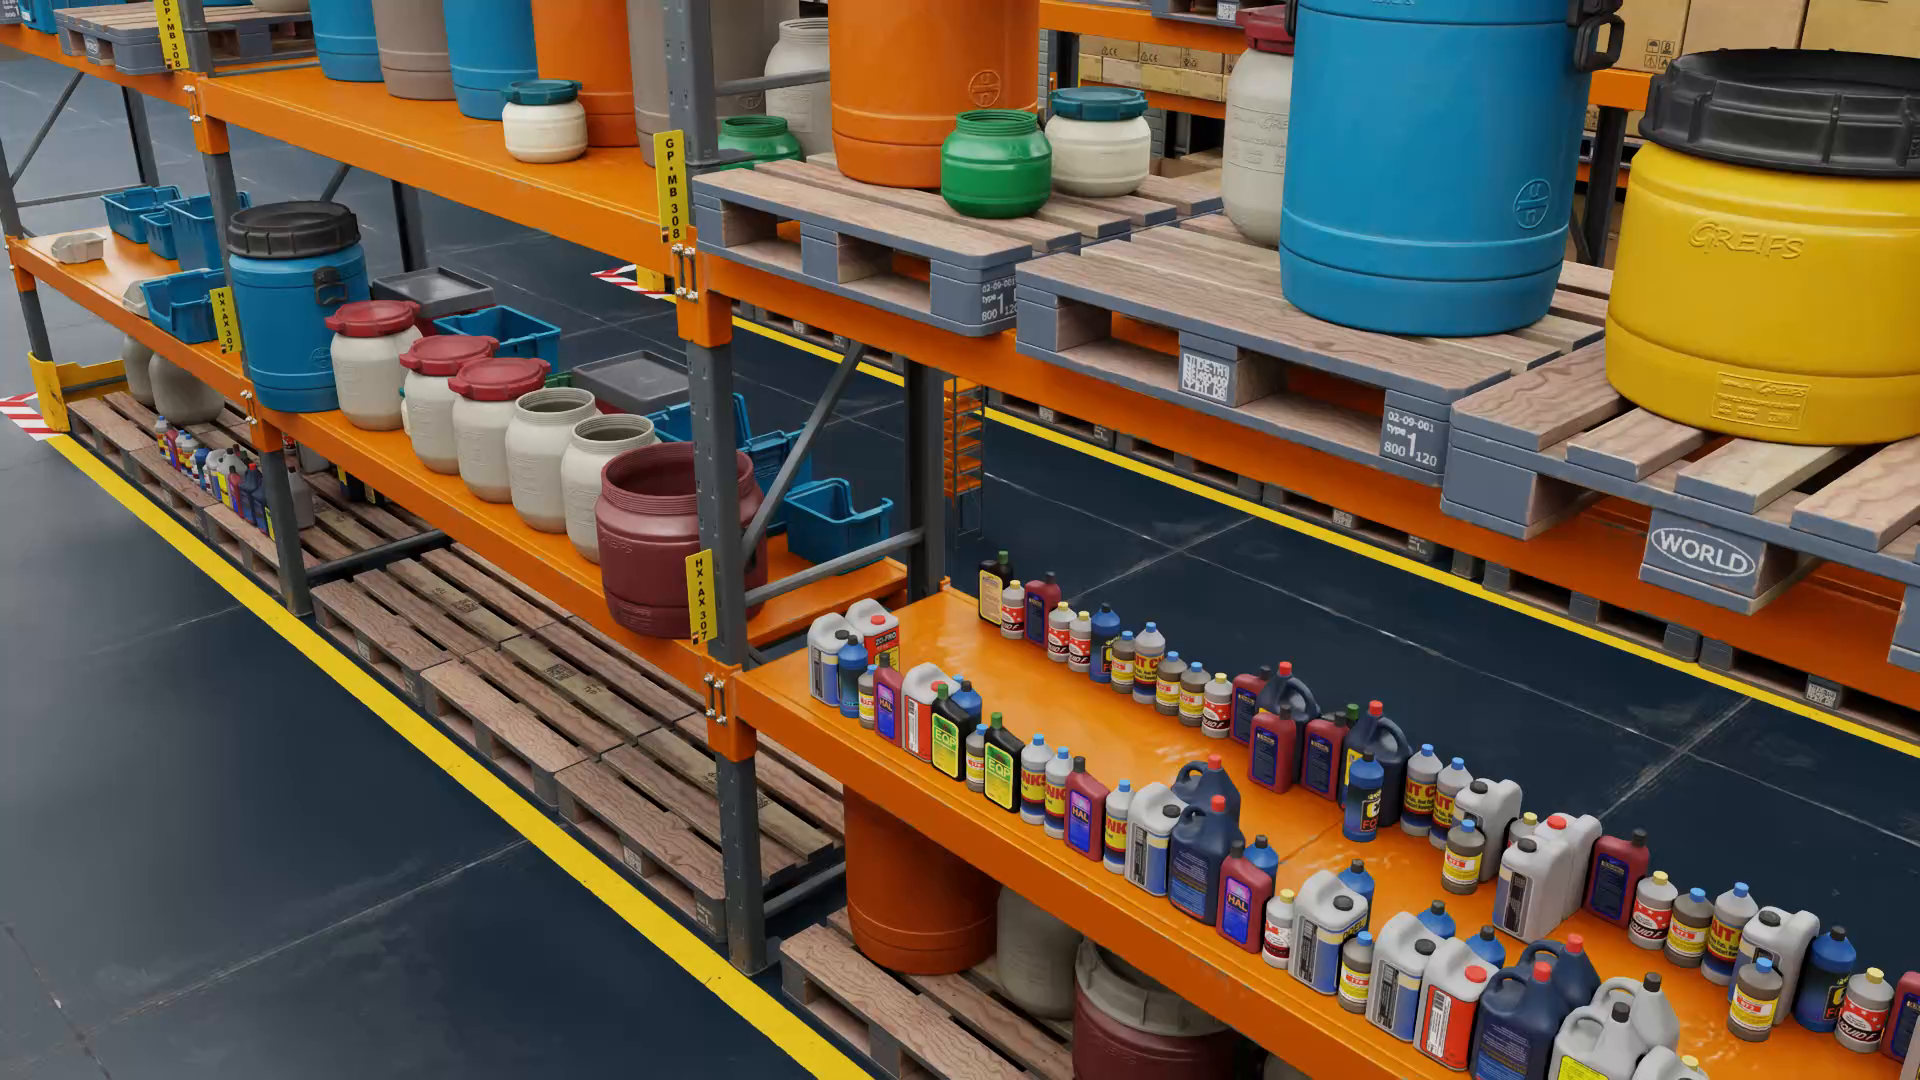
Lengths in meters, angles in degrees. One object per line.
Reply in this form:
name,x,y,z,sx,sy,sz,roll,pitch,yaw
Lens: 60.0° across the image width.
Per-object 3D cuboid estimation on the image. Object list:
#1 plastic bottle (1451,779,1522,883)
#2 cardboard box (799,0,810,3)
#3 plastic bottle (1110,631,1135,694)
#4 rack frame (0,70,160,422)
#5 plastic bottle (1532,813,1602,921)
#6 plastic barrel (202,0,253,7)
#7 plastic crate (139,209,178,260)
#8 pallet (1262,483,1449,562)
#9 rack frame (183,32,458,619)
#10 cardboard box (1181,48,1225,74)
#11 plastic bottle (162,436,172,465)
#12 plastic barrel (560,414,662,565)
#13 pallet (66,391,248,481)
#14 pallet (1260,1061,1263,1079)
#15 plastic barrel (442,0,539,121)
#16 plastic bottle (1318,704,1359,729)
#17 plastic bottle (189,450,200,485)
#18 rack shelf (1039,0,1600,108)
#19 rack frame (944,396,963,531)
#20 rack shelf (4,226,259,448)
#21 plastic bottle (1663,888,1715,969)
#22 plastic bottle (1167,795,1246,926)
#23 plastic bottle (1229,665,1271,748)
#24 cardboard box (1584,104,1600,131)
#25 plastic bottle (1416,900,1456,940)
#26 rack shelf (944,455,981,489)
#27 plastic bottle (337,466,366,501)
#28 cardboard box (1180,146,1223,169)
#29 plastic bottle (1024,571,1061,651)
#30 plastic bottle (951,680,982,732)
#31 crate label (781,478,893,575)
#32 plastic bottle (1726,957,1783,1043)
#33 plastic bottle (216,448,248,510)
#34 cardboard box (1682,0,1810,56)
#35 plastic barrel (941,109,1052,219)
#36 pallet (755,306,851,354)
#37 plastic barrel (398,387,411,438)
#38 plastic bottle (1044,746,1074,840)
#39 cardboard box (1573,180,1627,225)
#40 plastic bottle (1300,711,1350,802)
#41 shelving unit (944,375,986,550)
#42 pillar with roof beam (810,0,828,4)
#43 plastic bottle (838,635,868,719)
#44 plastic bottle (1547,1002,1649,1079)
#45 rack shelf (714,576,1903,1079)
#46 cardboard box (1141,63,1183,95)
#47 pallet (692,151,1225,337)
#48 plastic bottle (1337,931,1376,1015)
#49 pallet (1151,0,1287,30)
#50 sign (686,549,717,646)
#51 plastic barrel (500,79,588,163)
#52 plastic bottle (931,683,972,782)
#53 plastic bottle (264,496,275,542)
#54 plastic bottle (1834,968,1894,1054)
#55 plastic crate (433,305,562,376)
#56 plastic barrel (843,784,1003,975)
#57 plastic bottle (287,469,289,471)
plastic bottle,1.444,0.777,4.583,0.152,0.276,0.135,-21,32,-38
cardboard box,-1.601,-4.037,13.302,0.700,0.500,0.500,-22,33,-40
plastic bottle,0.550,0.398,5.503,0.097,0.201,0.097,0,25,0
rack frame,-5.928,-2.316,11.213,1.000,3.000,0.127,-21,32,-38
plastic bottle,1.602,0.847,4.429,0.152,0.276,0.135,-21,32,-38
plastic barrel,-3.797,-3.220,8.471,0.600,0.901,0.708,-21,32,-38
plastic crate,-4.928,-1.983,10.663,0.499,0.251,0.408,-21,32,-38
pallet,2.624,-0.288,10.128,1.003,0.211,1.213,-21,32,-38
rack frame,-3.195,-1.104,8.557,1.000,3.000,0.127,-21,32,-38
cardboard box,2.451,-4.715,15.724,0.500,0.500,0.500,-20,31,-37
plastic bottle,-4.846,-0.574,10.236,0.097,0.201,0.097,0,25,0
plastic barrel,-1.320,-0.194,6.428,0.421,0.512,0.421,0,25,0
pallet,-5.291,-0.790,11.228,1.003,0.211,1.213,-21,32,-38
pallet,0.938,1.973,5.172,1.003,0.211,1.213,-21,32,-38
plastic barrel,-1.794,-2.208,6.759,0.600,0.901,0.708,-21,32,-38
plastic bottle,1.126,0.605,4.951,0.061,0.283,0.133,-21,32,-38
plastic bottle,-4.546,-0.441,9.945,0.097,0.201,0.097,0,25,0
rack shelf,1.791,-2.940,9.833,1.077,0.370,4.000,-21,32,-38
rack frame,-0.072,-0.578,9.571,0.240,1.200,0.006,-21,32,-38
rack shelf,-4.561,-1.383,10.034,1.077,0.370,4.000,-21,32,-38
plastic bottle,1.859,0.978,4.231,0.097,0.201,0.097,0,25,0
plastic bottle,0.653,0.822,4.393,0.144,0.351,0.185,-21,32,-38
plastic bottle,0.909,0.508,5.162,0.061,0.283,0.133,-21,32,-38
cardboard box,5.210,-3.635,13.453,0.700,0.500,0.500,-16,29,-32
plastic bottle,1.160,1.005,4.088,0.097,0.271,0.097,0,25,0
rack shelf,-0.010,-0.401,9.579,0.258,0.103,0.180,-21,32,-38
plastic bottle,-3.549,-0.421,9.720,0.144,0.351,0.185,-21,32,-38
cardboard box,2.565,-3.545,16.389,0.500,0.500,0.700,21,32,39
plastic bottle,0.285,0.232,5.768,0.061,0.283,0.133,-21,32,-38
plastic bottle,0.019,0.555,5.075,0.097,0.271,0.097,0,25,0
crate label,-0.475,-0.050,6.448,0.303,0.233,0.416,-21,32,-38
plastic bottle,1.907,1.092,3.983,0.097,0.201,0.097,0,25,0
plastic bottle,-4.197,-0.369,9.606,0.144,0.351,0.185,-21,32,-39
cardboard box,3.829,-2.430,7.727,0.910,0.500,0.500,-21,32,-38
plastic barrel,0.096,-0.991,4.376,0.294,0.245,0.294,0,25,0
pallet,-0.927,-1.862,13.578,1.003,0.211,1.213,-21,32,-38
plastic barrel,-2.402,-0.597,7.611,0.301,0.262,0.301,0,25,0
plastic bottle,0.290,0.712,4.731,0.097,0.271,0.097,0,25,0
cardboard box,5.214,-2.812,13.877,0.500,0.250,0.500,-22,33,-40
plastic bottle,1.082,0.622,4.913,0.061,0.283,0.133,-21,32,-38
shelving unit,-0.010,-0.550,9.511,0.258,1.200,0.189,-21,32,-38
pillar with roof beam,-4.830,-8.486,17.509,9.100,9.000,0.400,-21,32,-38
plastic bottle,-0.341,0.432,5.345,0.097,0.271,0.097,0,25,0
plastic bottle,1.406,1.156,3.661,0.144,0.351,0.185,-21,32,-38
rack shelf,0.906,1.041,4.721,1.077,0.370,4.000,-21,32,-38
cardboard box,2.114,-4.520,16.201,0.500,0.250,0.500,-22,32,-39
pallet,-0.009,-0.912,4.748,1.003,0.211,1.213,-21,32,-38
plastic bottle,0.982,1.050,4.073,0.097,0.201,0.097,0,25,0
pallet,1.862,-3.094,9.531,1.003,0.211,1.213,-19,31,-36
sign,-0.857,0.191,5.520,0.100,0.325,0.005,-21,32,-38
plastic barrel,-1.500,-1.513,6.006,0.301,0.262,0.301,0,25,0
plastic bottle,-0.026,0.577,5.012,0.061,0.283,0.133,-21,32,-38
plastic bottle,-3.764,-0.121,9.144,0.061,0.283,0.133,-19,31,-36
plastic bottle,2.151,1.107,3.948,0.097,0.201,0.097,0,25,0
plastic crate,-2.213,-0.851,8.021,0.392,0.384,0.575,-21,32,-38
plastic barrel,-0.114,1.047,5.949,0.600,0.830,0.708,-21,32,-38
plastic bottle,-3.885,-0.287,9.516,0.152,0.276,0.135,-21,32,-38
